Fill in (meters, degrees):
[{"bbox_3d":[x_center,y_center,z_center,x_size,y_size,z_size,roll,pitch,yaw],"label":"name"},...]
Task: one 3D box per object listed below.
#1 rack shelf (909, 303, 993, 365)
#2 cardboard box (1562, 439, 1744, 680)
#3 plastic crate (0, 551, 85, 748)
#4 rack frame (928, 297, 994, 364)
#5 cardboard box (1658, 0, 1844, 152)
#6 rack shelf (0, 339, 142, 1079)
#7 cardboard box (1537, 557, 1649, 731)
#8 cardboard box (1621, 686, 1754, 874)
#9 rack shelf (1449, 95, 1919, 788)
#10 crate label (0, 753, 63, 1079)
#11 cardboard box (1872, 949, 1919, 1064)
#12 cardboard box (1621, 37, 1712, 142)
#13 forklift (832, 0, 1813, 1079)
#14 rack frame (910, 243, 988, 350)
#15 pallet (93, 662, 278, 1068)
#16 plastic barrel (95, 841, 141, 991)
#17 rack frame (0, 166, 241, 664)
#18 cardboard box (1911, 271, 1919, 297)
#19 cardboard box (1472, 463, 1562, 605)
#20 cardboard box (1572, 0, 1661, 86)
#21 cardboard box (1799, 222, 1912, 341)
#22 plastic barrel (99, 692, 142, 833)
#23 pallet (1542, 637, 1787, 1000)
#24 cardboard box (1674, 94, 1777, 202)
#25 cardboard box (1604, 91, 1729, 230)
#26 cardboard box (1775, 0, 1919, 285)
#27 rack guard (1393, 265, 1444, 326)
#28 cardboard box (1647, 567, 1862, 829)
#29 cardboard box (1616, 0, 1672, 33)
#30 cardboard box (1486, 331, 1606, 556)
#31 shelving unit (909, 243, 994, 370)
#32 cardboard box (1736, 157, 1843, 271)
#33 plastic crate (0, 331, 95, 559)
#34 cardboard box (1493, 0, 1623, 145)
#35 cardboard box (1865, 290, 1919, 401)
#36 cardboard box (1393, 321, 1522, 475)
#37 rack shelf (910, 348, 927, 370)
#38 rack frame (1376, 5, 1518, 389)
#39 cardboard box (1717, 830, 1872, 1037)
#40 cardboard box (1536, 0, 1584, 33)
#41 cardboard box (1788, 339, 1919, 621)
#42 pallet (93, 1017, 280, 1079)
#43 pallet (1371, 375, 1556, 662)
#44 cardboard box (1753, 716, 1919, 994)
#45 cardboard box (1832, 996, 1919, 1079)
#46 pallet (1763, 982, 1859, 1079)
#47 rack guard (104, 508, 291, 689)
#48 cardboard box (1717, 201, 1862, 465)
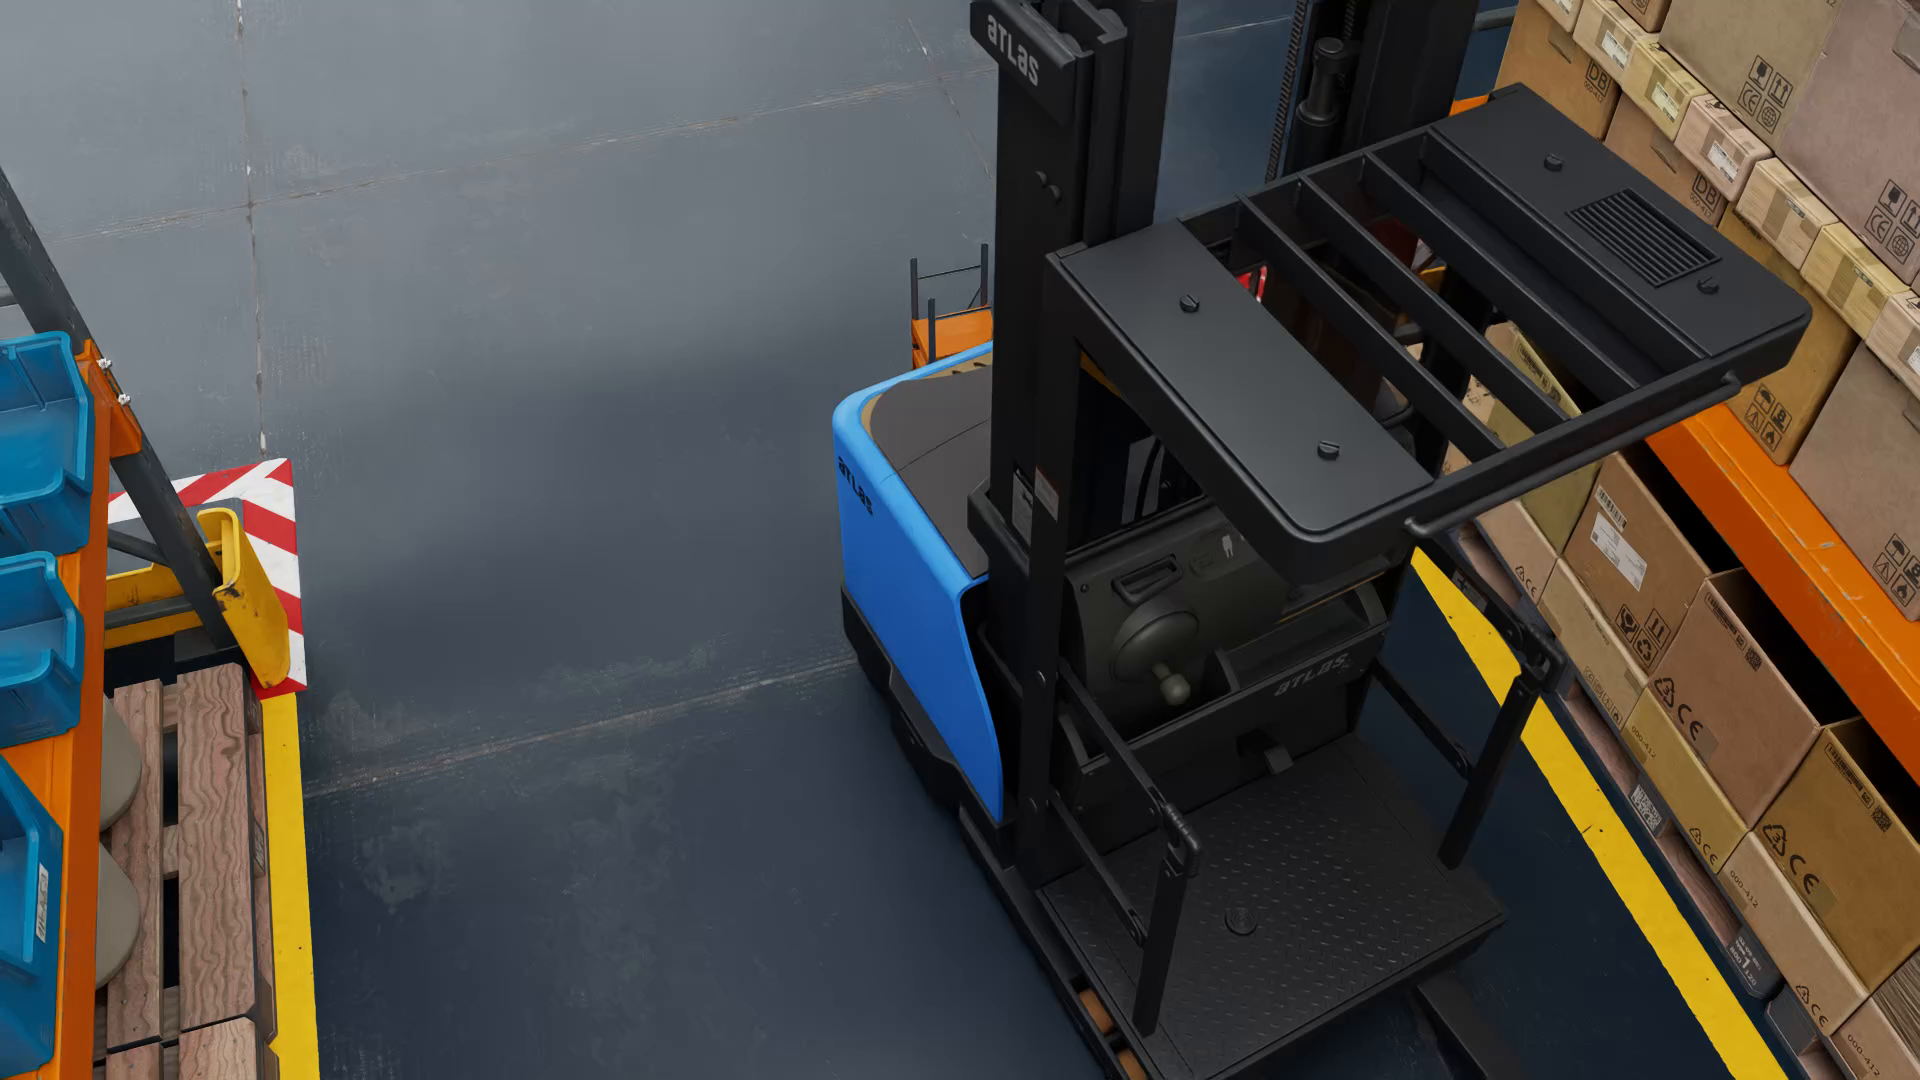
[{"bbox_3d":[-0.004,-0.601,5.059,0.258,0.103,0.180,-13,51,-11],"label":"rack shelf"},{"bbox_3d":[2.155,0.016,4.808,0.500,0.500,0.500,-13,51,-11],"label":"cardboard box"},{"bbox_3d":[-2.213,0.276,3.653,0.499,0.251,0.408,-13,51,-11],"label":"plastic crate"},{"bbox_3d":[0.023,-0.330,5.244,0.240,1.200,0.006,-13,51,-11],"label":"rack frame"},{"bbox_3d":[2.201,-1.348,4.010,0.700,0.500,0.500,-15,51,-12],"label":"cardboard box"},{"bbox_3d":[-2.242,1.147,3.291,1.077,0.370,4.000,-13,51,-11],"label":"rack shelf"},{"bbox_3d":[2.144,0.260,5.093,0.500,0.250,0.500,-13,51,-11],"label":"cardboard box"},{"bbox_3d":[2.287,0.626,4.784,0.500,0.250,0.500,-13,51,-11],"label":"cardboard box"},{"bbox_3d":[2.491,0.030,4.233,1.077,0.370,4.000,-13,51,-11],"label":"rack shelf"},{"bbox_3d":[-2.031,0.726,3.153,0.502,0.435,0.616,-13,51,-11],"label":"crate label"},{"bbox_3d":[2.599,1.111,3.885,0.500,0.500,0.500,-13,51,-11],"label":"cardboard box"},{"bbox_3d":[1.963,-1.194,4.305,0.380,0.149,0.250,-13,51,-11],"label":"cardboard box"},{"bbox_3d":[0.771,0.168,3.691,1.130,2.935,3.031,-23,54,-18],"label":"forklift"},{"bbox_3d":[-0.031,-0.464,5.357,0.240,1.200,0.006,-13,51,-11],"label":"rack frame"},{"bbox_3d":[-2.531,0.993,4.775,1.003,0.211,1.213,-13,51,-11],"label":"pallet"},{"bbox_3d":[-2.418,0.951,4.339,0.421,0.512,0.421,0,50,0],"label":"plastic barrel"},{"bbox_3d":[-2.834,-0.545,4.248,1.000,3.000,0.127,-13,51,-11],"label":"rack frame"},{"bbox_3d":[2.499,-0.614,3.392,0.700,0.500,0.500,-13,51,-11],"label":"cardboard box"},{"bbox_3d":[1.997,-0.105,5.401,0.500,0.250,0.500,-13,51,-11],"label":"cardboard box"},{"bbox_3d":[1.890,-1.376,4.459,0.380,0.149,0.250,-15,51,-12],"label":"cardboard box"},{"bbox_3d":[2.192,-0.628,3.828,0.380,0.149,0.250,-14,51,-11],"label":"cardboard box"},{"bbox_3d":[-2.566,0.585,4.648,0.421,0.512,0.421,0,50,0],"label":"plastic barrel"},{"bbox_3d":[2.522,0.675,5.043,1.003,0.211,1.213,-13,51,-11],"label":"pallet"},{"bbox_3d":[2.035,-1.009,4.149,0.380,0.149,0.250,-14,51,-12],"label":"cardboard box"},{"bbox_3d":[2.185,-0.968,4.539,0.700,0.500,0.500,-12,51,-10],"label":"cardboard box"},{"bbox_3d":[2.351,-0.980,3.700,0.700,0.500,0.500,-13,51,-11],"label":"cardboard box"},{"bbox_3d":[1.892,-0.874,6.160,1.175,0.500,0.348,-13,51,-11],"label":"rack guard"},{"bbox_3d":[2.286,0.385,4.497,0.500,0.500,0.500,-13,51,-11],"label":"cardboard box"},{"bbox_3d":[2.041,-1.730,4.333,0.700,0.500,0.500,-13,51,-11],"label":"cardboard box"},{"bbox_3d":[1.995,-0.347,5.114,0.500,0.500,0.500,-13,51,-11],"label":"cardboard box"},{"bbox_3d":[-0.004,-0.397,5.300,0.258,1.200,0.189,-13,51,-11],"label":"shelving unit"},{"bbox_3d":[2.116,-0.815,3.985,0.380,0.149,0.250,-15,51,-12],"label":"cardboard box"},{"bbox_3d":[-2.400,-0.199,4.054,0.499,0.251,0.616,-13,51,-11],"label":"plastic crate"},{"bbox_3d":[2.025,-1.351,4.862,0.700,0.500,0.500,-13,51,-11],"label":"cardboard box"},{"bbox_3d":[2.263,-0.446,3.674,0.380,0.149,0.250,-13,51,-11],"label":"cardboard box"},{"bbox_3d":[1.845,-0.470,5.708,0.500,0.250,0.500,-13,51,-11],"label":"cardboard box"},{"bbox_3d":[-0.004,-0.523,5.151,0.258,0.103,0.180,-13,51,-11],"label":"rack shelf"},{"bbox_3d":[1.899,-1.663,5.190,1.000,3.000,0.127,-13,51,-11],"label":"rack frame"},{"bbox_3d":[2.436,0.991,4.476,0.500,0.250,0.500,-13,51,-11],"label":"cardboard box"},{"bbox_3d":[1.809,-1.569,4.621,0.380,0.149,0.250,-14,51,-11],"label":"cardboard box"},{"bbox_3d":[2.485,-0.221,3.909,0.700,0.500,0.500,-12,51,-10],"label":"cardboard box"},{"bbox_3d":[-2.174,1.882,4.025,1.003,0.211,1.213,-13,51,-11],"label":"pallet"},{"bbox_3d":[2.165,-0.215,5.793,1.003,0.211,1.213,-13,51,-11],"label":"pallet"},{"bbox_3d":[2.448,0.747,4.192,0.500,0.500,0.500,-13,51,-11],"label":"cardboard box"},{"bbox_3d":[2.598,1.353,4.171,0.500,0.250,0.500,-13,51,-11],"label":"cardboard box"},{"bbox_3d":[2.887,1.567,4.291,1.003,0.211,1.213,-13,51,-11],"label":"pallet"},{"bbox_3d":[-2.766,0.305,5.166,1.175,0.500,0.348,-13,51,-11],"label":"rack guard"},{"bbox_3d":[2.326,-0.604,4.232,0.700,0.500,0.500,-13,51,-11],"label":"cardboard box"}]
